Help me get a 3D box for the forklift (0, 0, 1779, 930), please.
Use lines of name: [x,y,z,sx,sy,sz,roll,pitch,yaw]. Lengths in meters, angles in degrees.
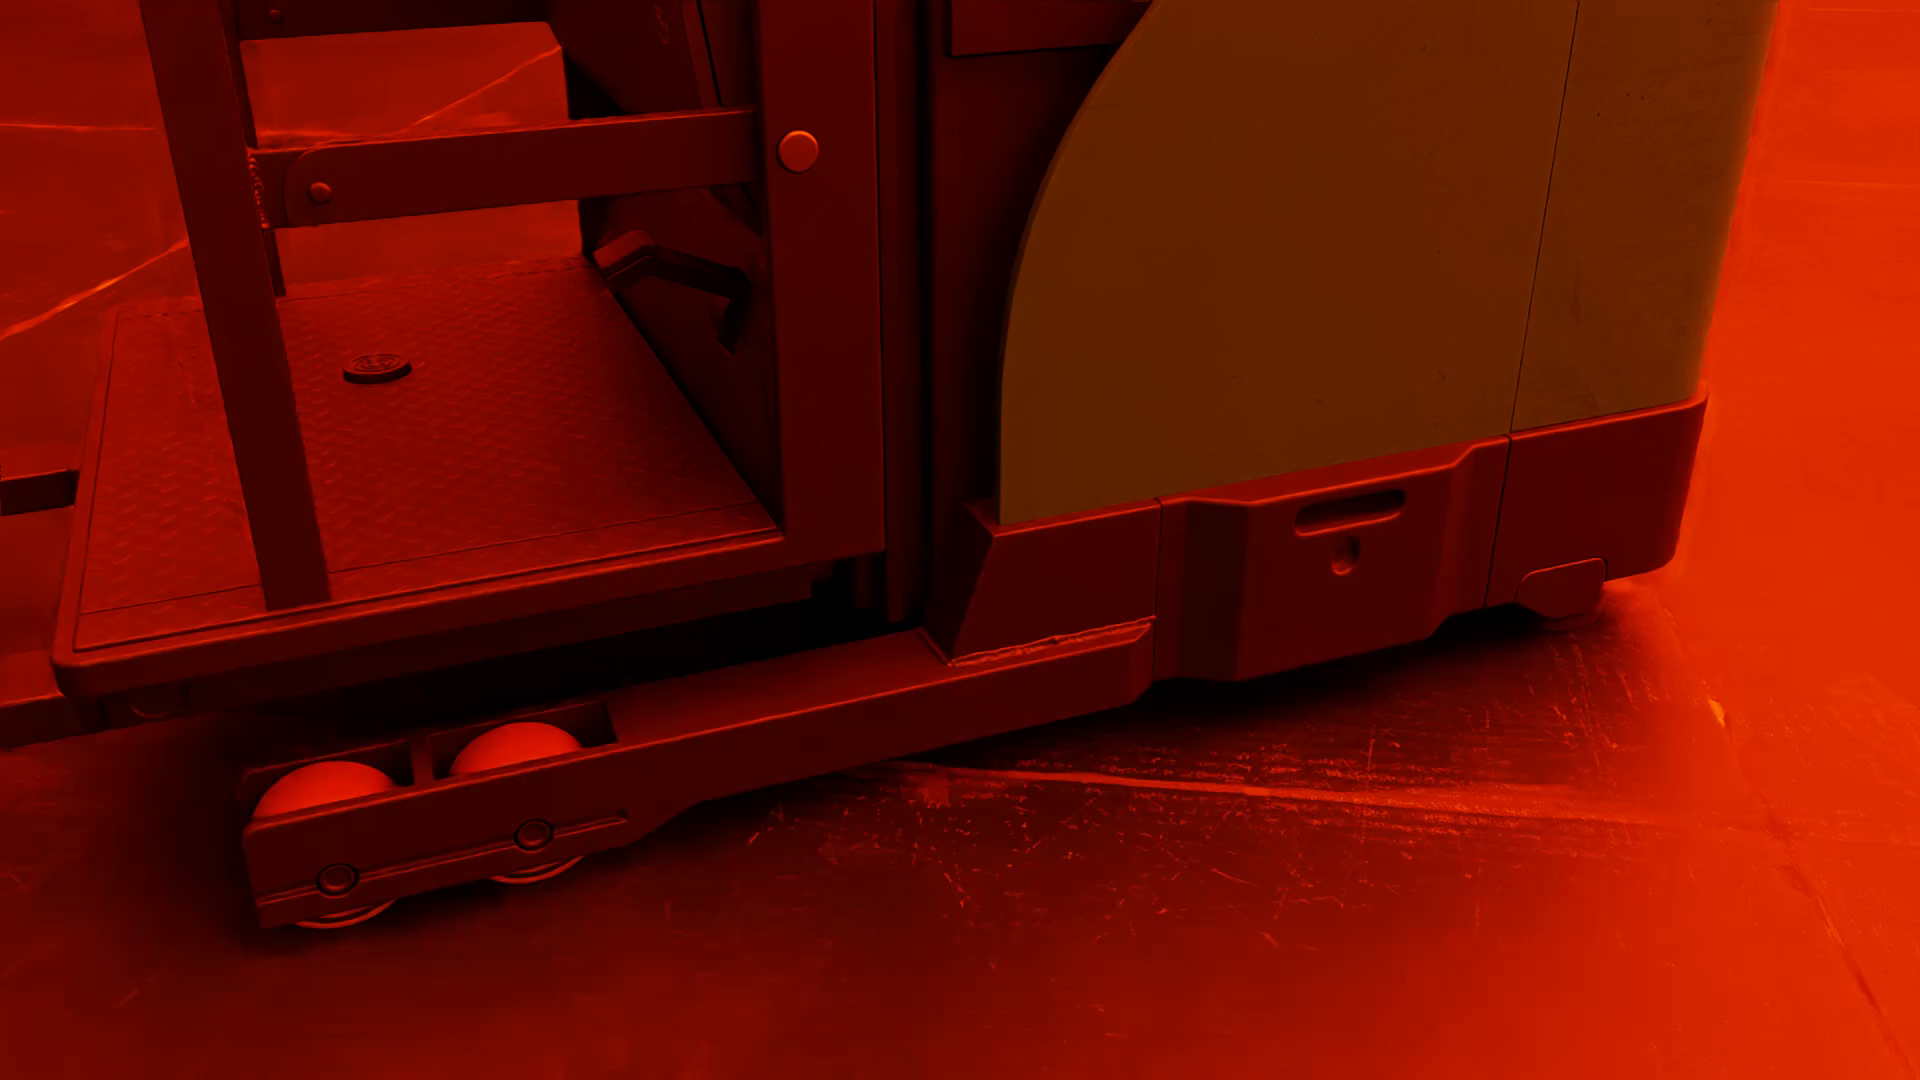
forklift: [-0.570,-1.182,1.586,3.031,2.935,1.130,-10,28,-20]
